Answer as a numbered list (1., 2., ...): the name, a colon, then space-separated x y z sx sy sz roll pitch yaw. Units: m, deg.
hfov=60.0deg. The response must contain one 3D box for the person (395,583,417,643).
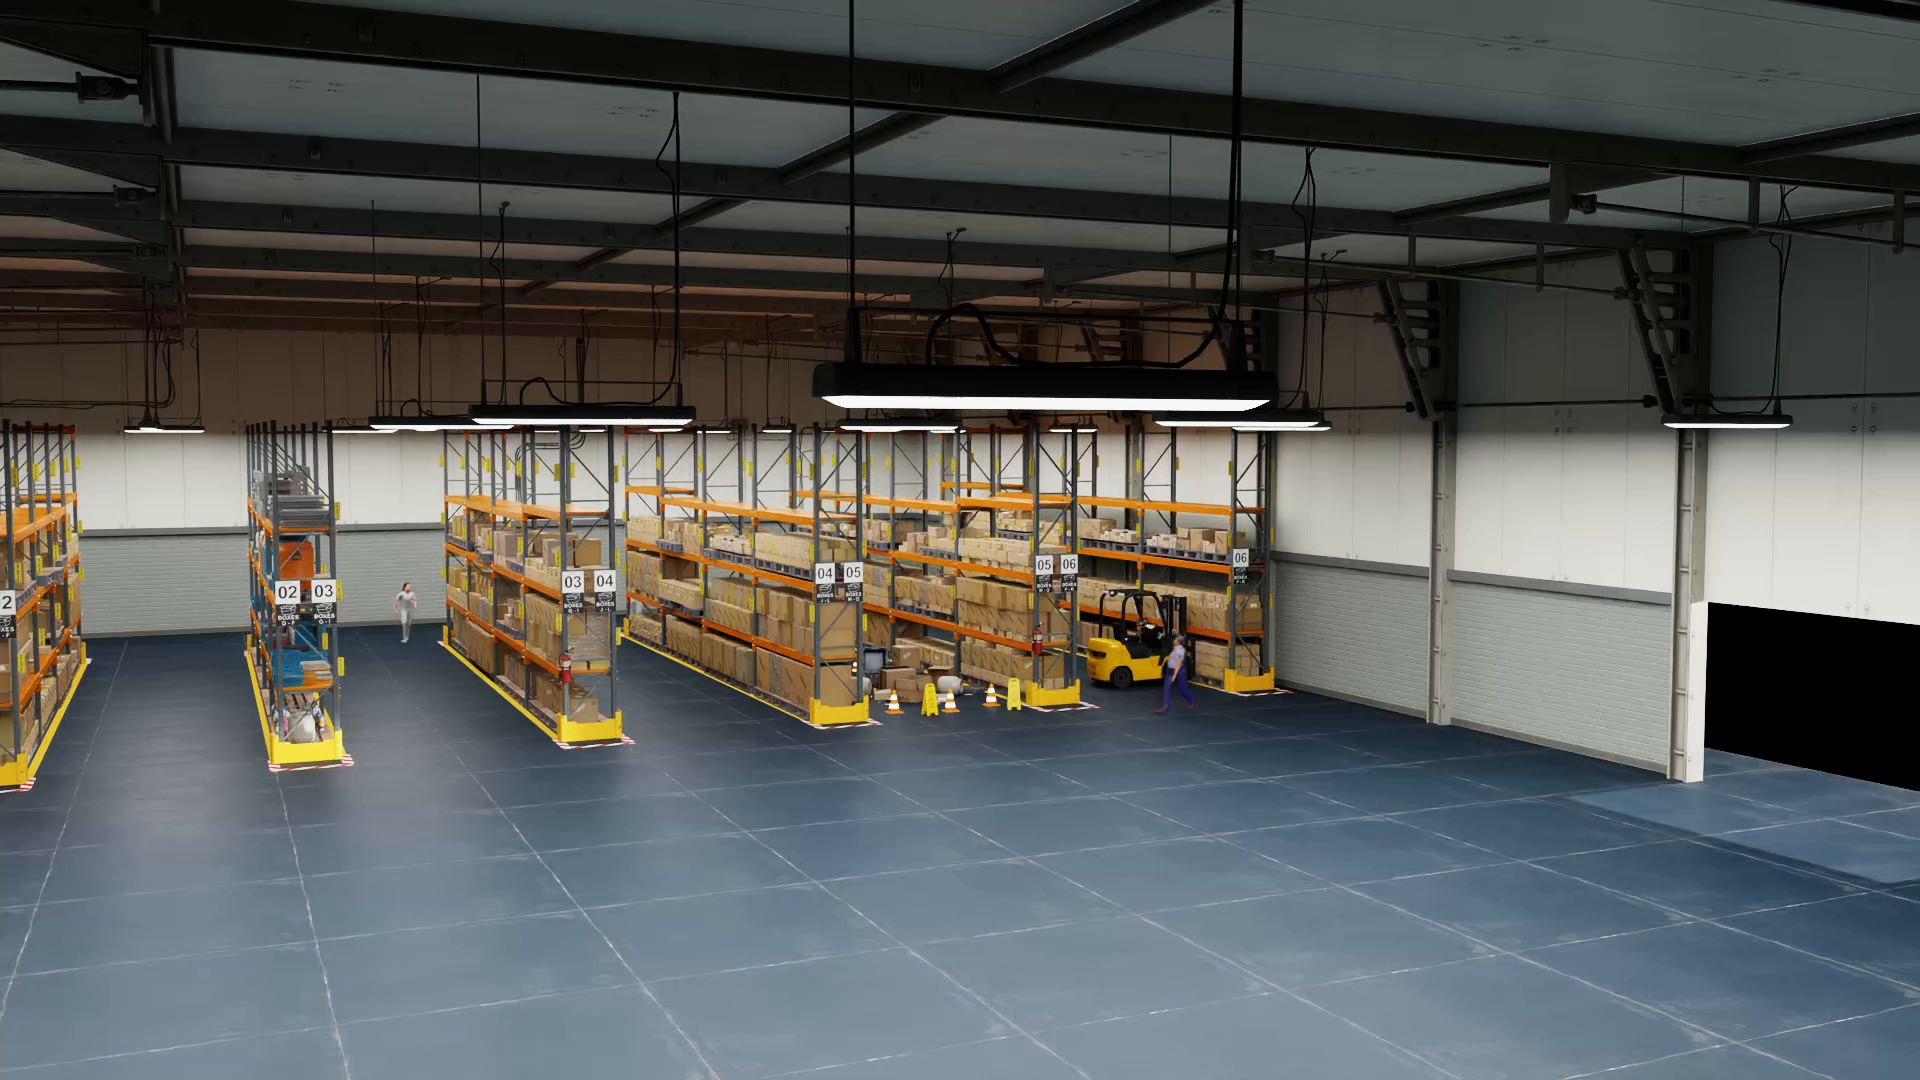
1. person: -15.471 2.029 46.434 0.561 1.690 0.873 -2 4 -26

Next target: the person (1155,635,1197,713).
1. person: 4.494 2.767 34.393 0.929 1.607 0.462 -3 5 -42

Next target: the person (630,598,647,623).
1. person: -9.541 1.801 49.050 0.595 1.785 0.586 0 4 0
